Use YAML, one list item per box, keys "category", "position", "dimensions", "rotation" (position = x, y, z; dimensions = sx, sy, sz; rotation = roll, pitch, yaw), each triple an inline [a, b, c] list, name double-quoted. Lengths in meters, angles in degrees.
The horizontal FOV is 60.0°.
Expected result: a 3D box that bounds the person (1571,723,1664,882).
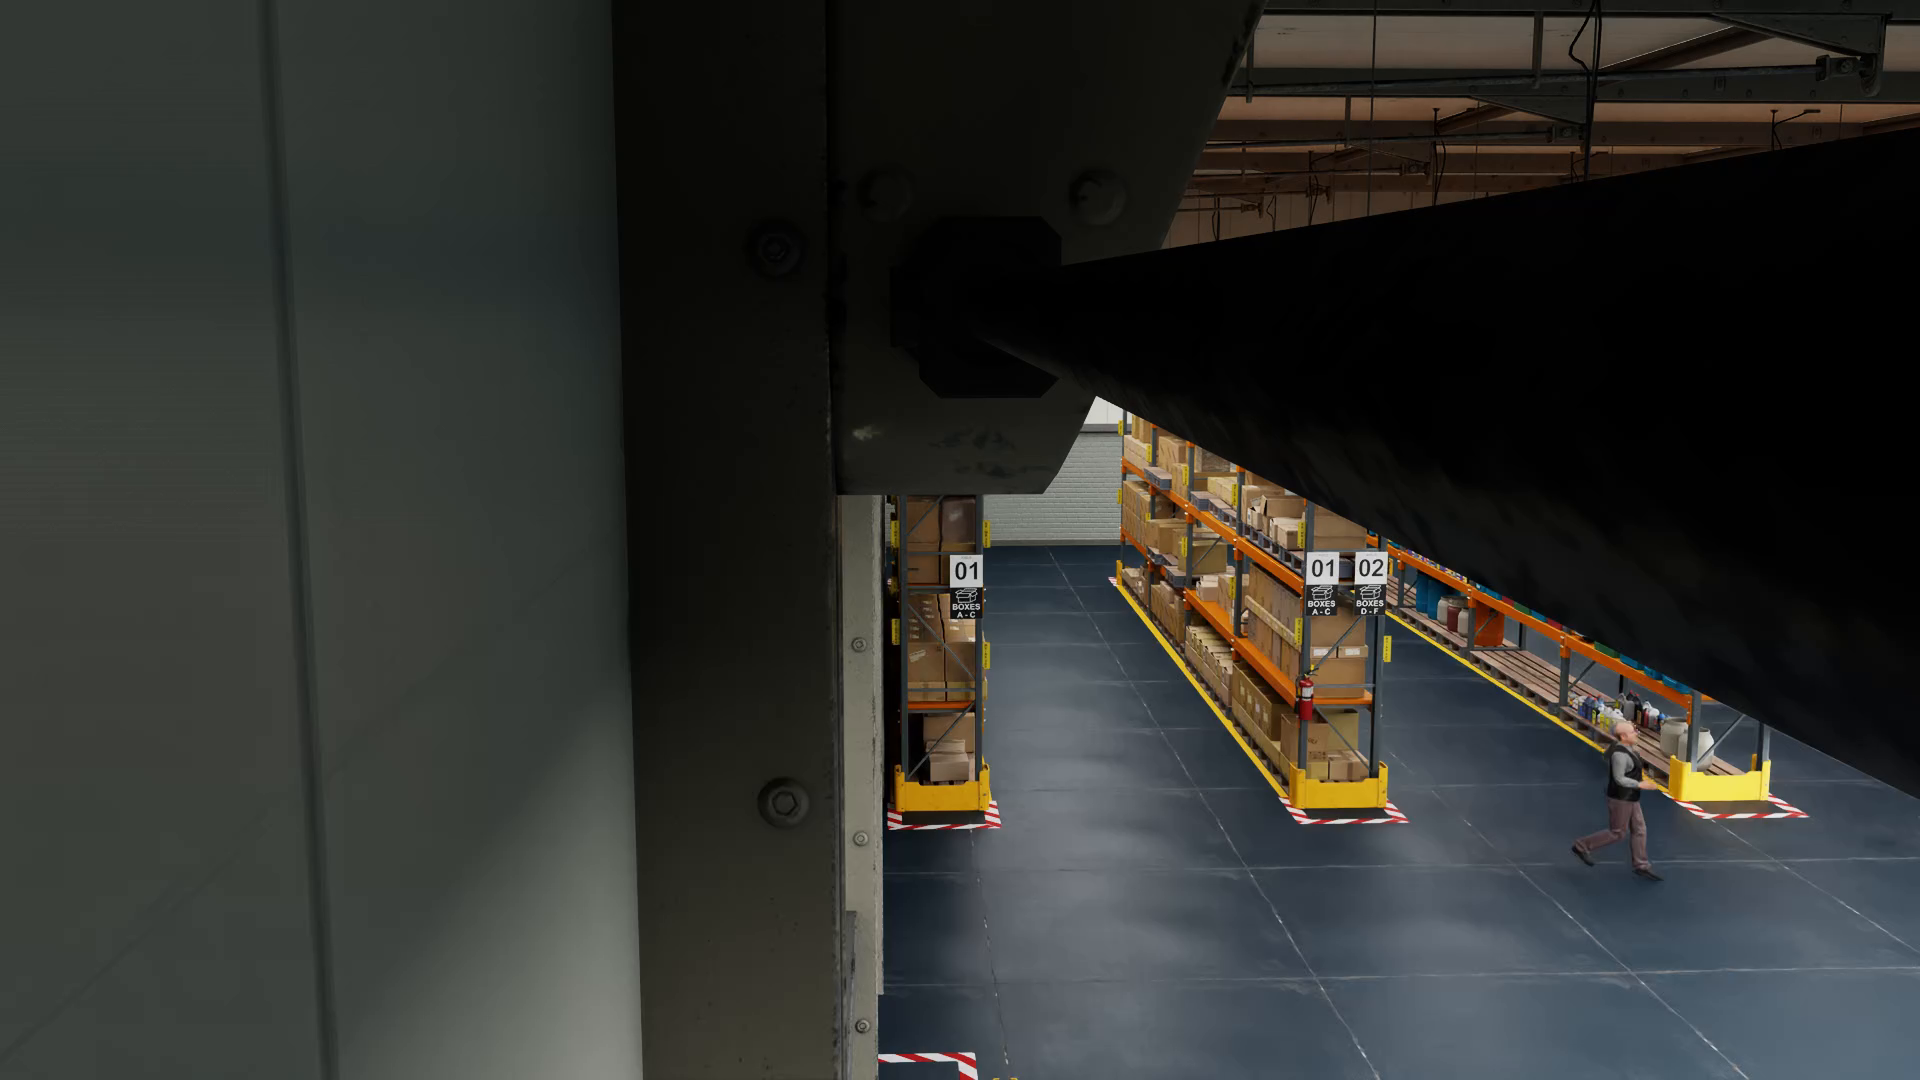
- category: "person"
  position: [7.192, 2.832, 18.093]
  dimensions: [0.952, 1.726, 0.672]
  rotation: [4, 9, 26]
